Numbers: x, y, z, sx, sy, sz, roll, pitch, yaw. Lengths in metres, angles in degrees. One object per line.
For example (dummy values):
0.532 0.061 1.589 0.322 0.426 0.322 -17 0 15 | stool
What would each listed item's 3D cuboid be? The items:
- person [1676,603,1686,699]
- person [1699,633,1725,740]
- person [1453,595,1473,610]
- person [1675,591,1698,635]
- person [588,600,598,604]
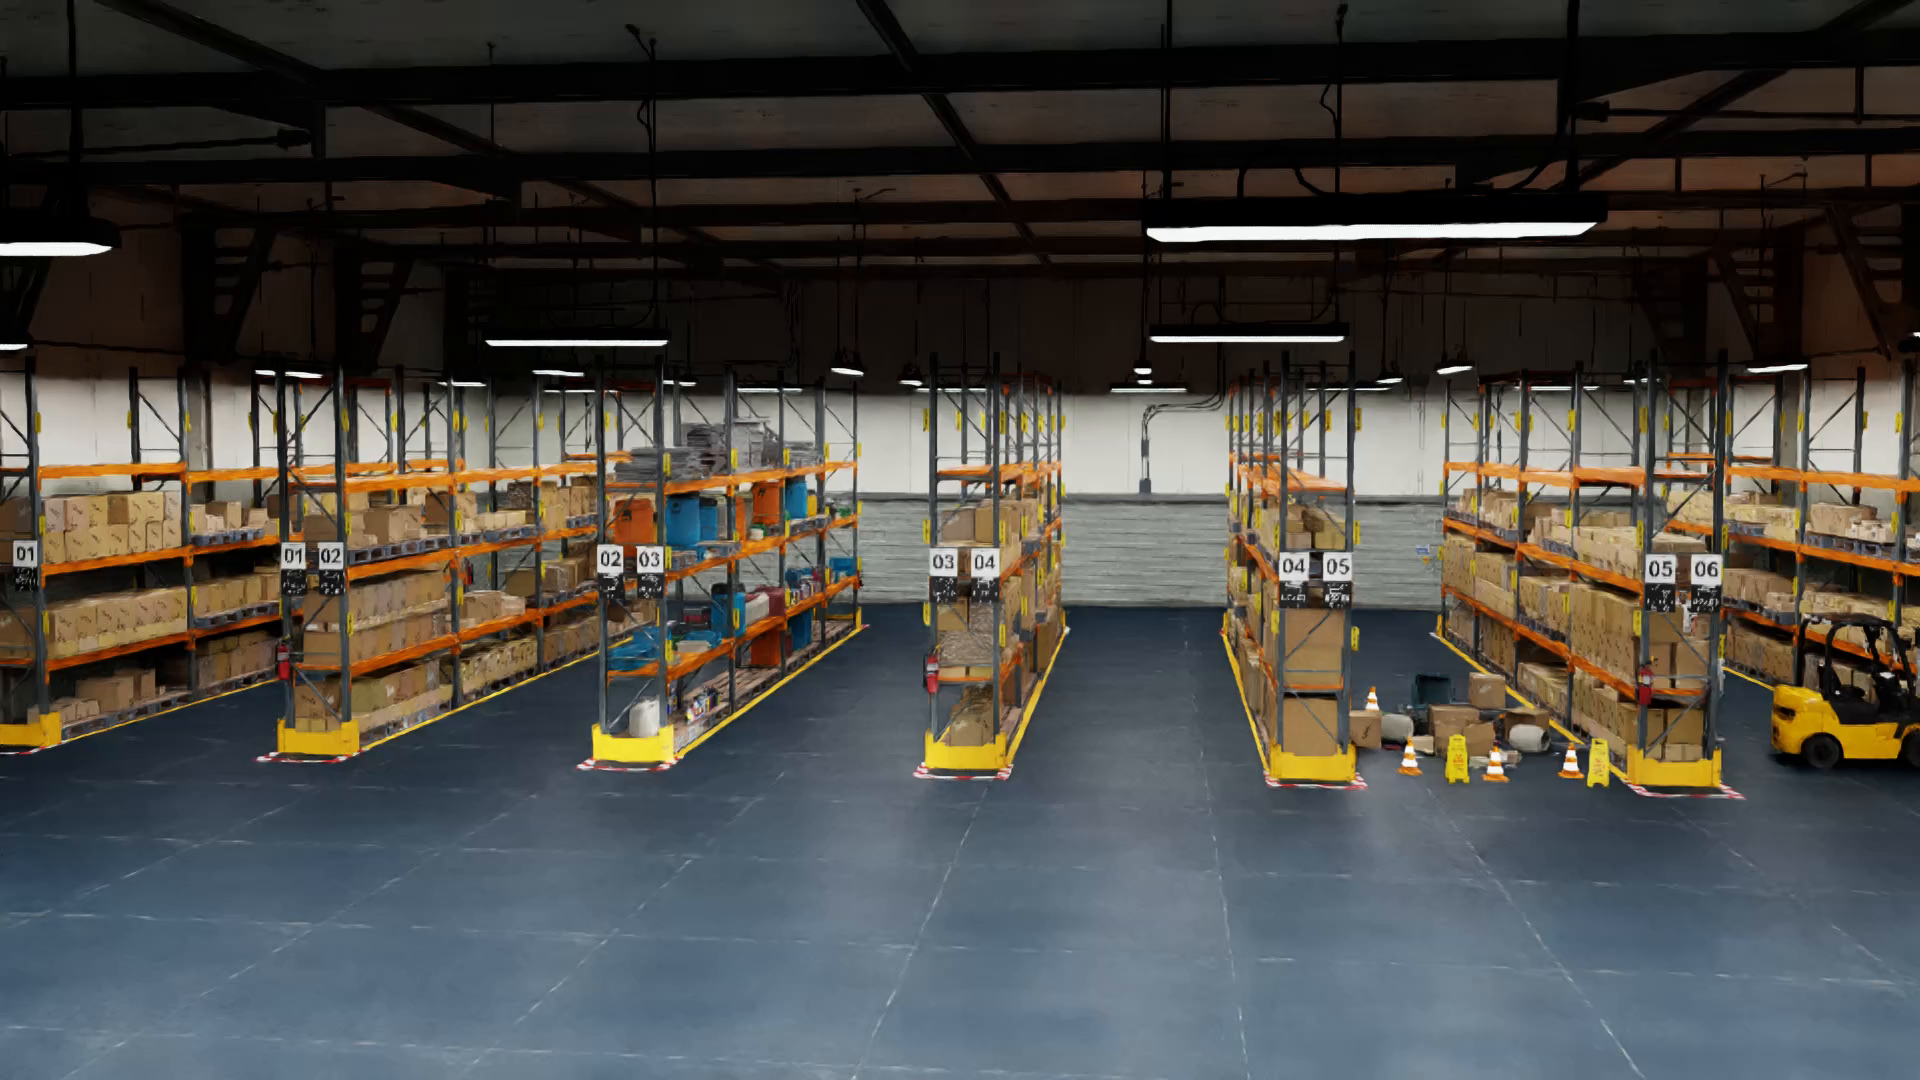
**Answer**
12.758 1.996 29.825 0.580 1.763 0.673 3 5 37 | person
11.888 2.291 26.282 0.418 1.685 0.540 -2 4 -22 | person
12.235 1.287 40.445 0.721 1.712 0.571 -2 4 -23 | person
14.443 1.781 33.252 0.532 1.707 1.040 1 4 16 | person
-10.334 0.894 45.706 0.714 1.766 0.473 -4 6 -44 | person
